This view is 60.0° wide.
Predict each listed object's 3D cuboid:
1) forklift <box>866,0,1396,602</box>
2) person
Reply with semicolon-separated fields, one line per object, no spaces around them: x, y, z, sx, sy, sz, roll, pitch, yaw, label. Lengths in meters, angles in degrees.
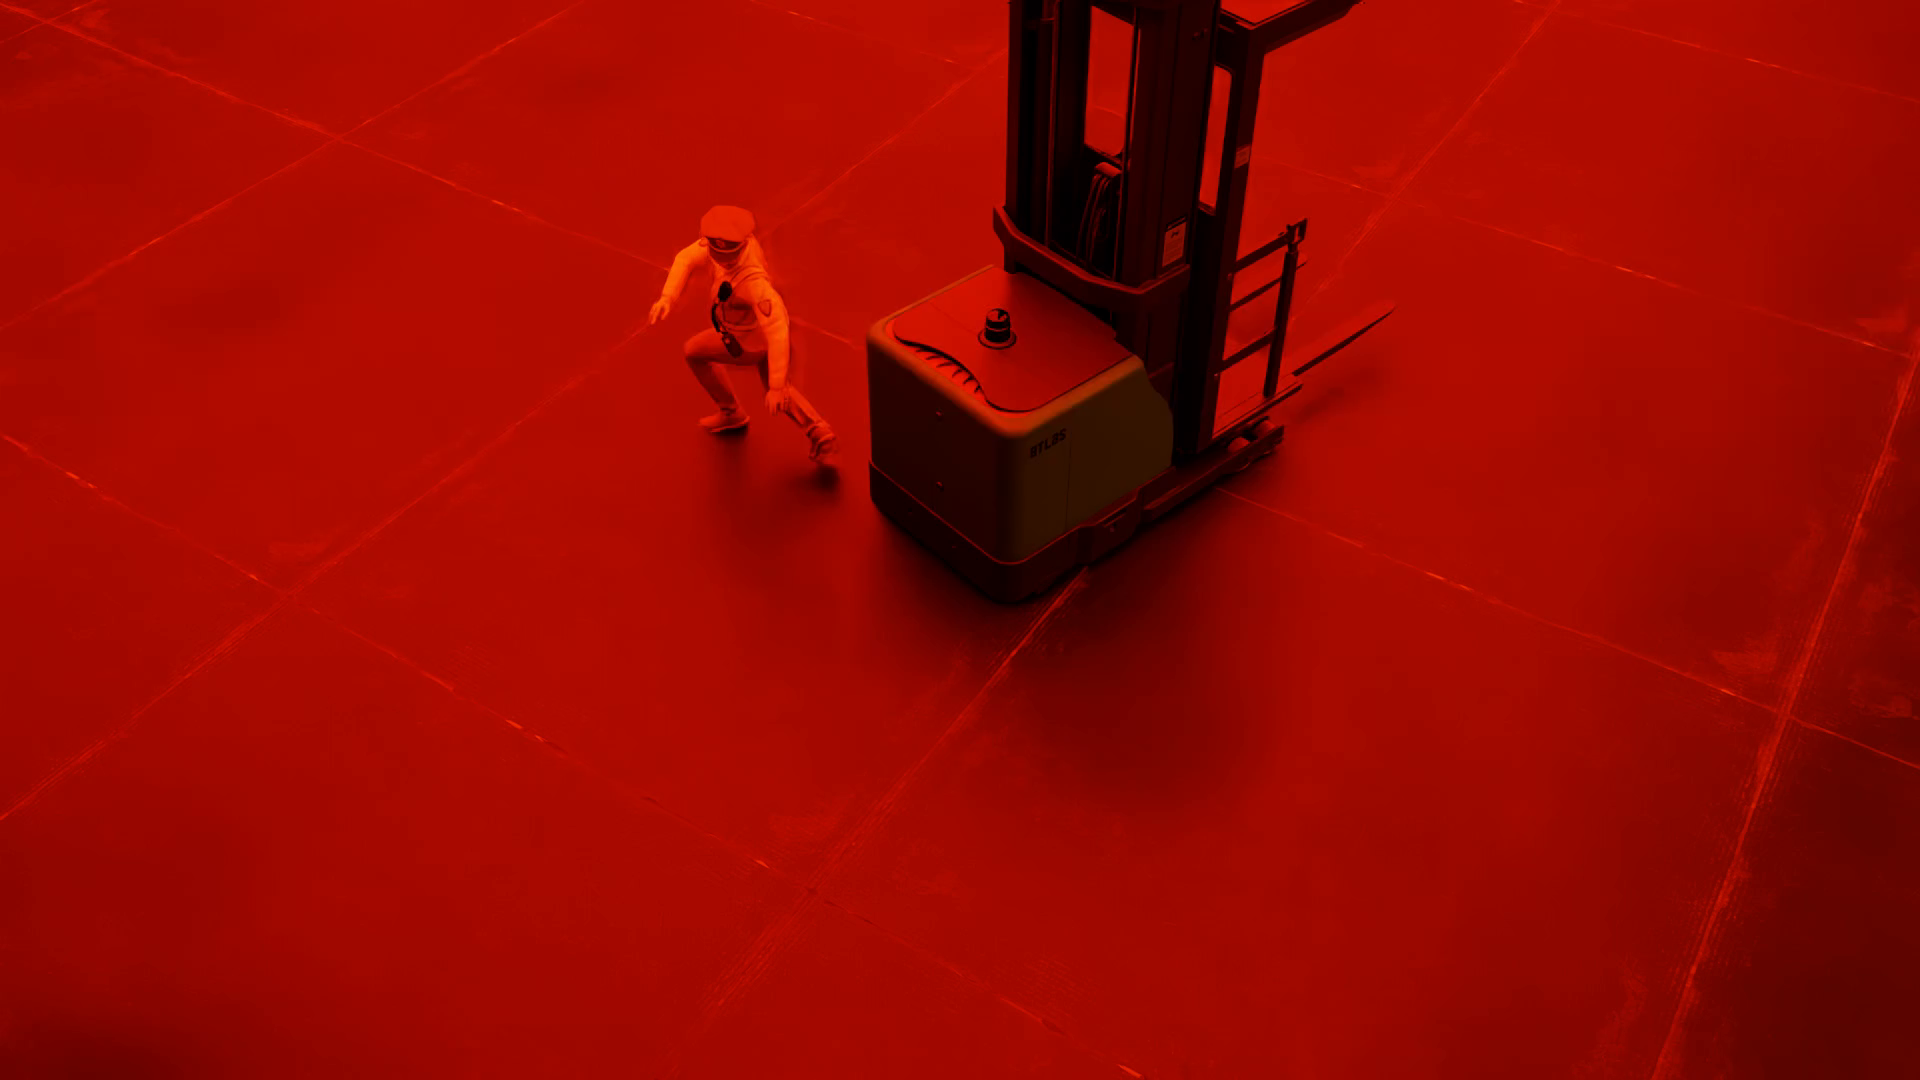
1.003;-1.657;7.596;3.031;2.935;1.130;-31;52;-29;forklift
-1.010;-0.952;7.997;0.892;1.441;0.611;16;46;16;person
